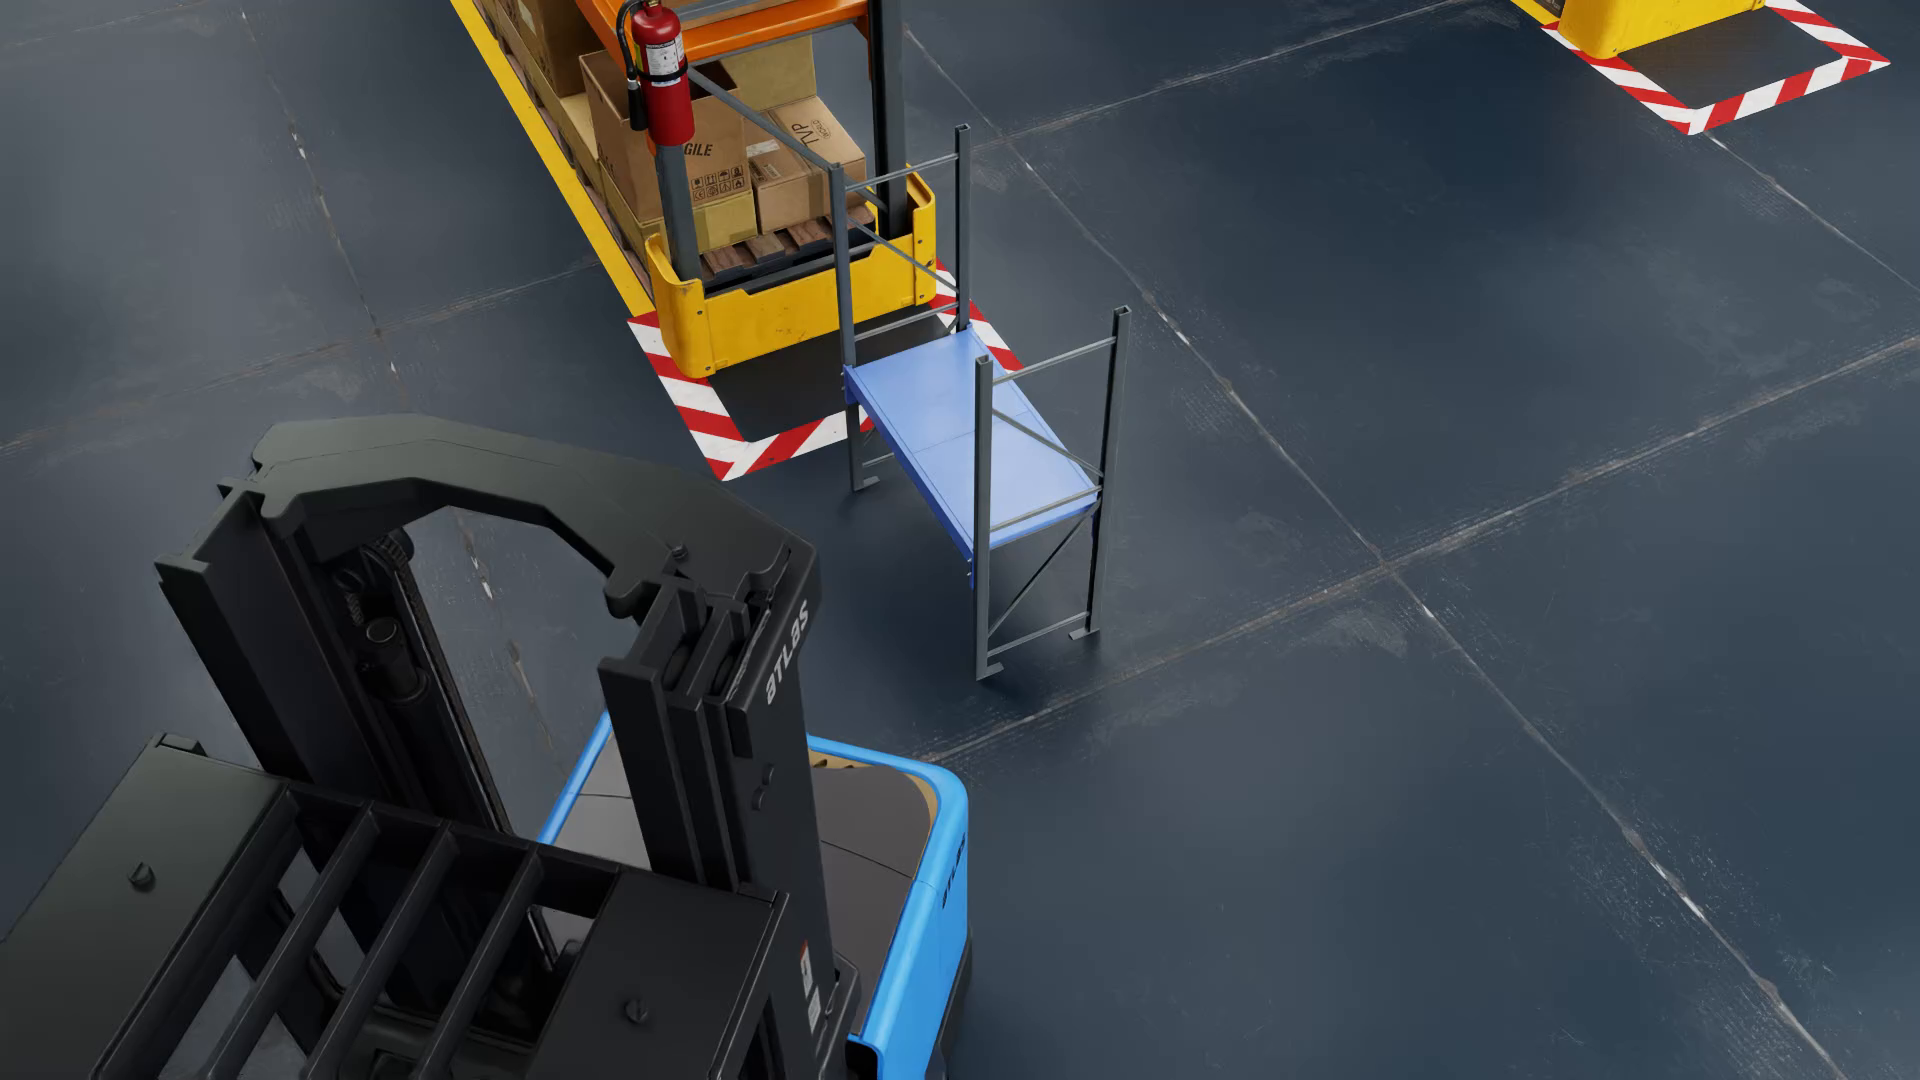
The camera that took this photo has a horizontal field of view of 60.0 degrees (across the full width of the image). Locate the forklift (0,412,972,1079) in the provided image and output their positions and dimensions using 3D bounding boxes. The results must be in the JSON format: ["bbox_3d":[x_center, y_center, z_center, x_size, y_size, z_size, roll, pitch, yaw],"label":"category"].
[{"bbox_3d":[-0.858,1.314,3.153,1.130,2.935,3.031,12,50,10],"label":"forklift"}]

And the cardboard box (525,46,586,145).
[{"bbox_3d":[-1.667,-2.120,7.659,0.500,0.250,0.500,-21,52,-18],"label":"cardboard box"}]

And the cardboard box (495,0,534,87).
[{"bbox_3d":[-1.894,-2.455,7.952,0.500,0.250,0.500,-21,52,-18],"label":"cardboard box"}]

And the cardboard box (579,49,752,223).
[{"bbox_3d":[-1.199,-1.701,6.795,0.500,0.500,0.500,-21,52,-18],"label":"cardboard box"}]

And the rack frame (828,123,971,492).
[{"bbox_3d":[-0.194,-0.777,5.933,0.500,1.500,0.032,-21,52,-18],"label":"rack frame"}]

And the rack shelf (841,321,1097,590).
[{"bbox_3d":[0.039,-0.318,5.771,0.538,0.185,1.000,-21,52,-18],"label":"rack shelf"}]

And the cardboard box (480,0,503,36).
[{"bbox_3d":[-2.128,-2.788,8.243,0.500,0.250,0.500,-21,52,-18],"label":"cardboard box"}]

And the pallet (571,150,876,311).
[{"bbox_3d":[-1.076,-1.545,7.461,1.003,0.211,1.213,-21,52,-18],"label":"pallet"}]

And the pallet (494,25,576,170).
[{"bbox_3d":[-1.630,-2.360,8.174,1.003,0.211,1.213,-21,52,-18],"label":"pallet"}]

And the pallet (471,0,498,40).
[{"bbox_3d":[-2.192,-3.178,8.889,1.003,0.211,1.213,-21,52,-18],"label":"pallet"}]

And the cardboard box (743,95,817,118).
[{"bbox_3d":[-0.968,-1.967,7.525,0.500,0.250,0.500,-21,52,-18],"label":"cardboard box"}]

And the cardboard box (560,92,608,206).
[{"bbox_3d":[-1.436,-1.786,7.367,0.500,0.250,0.500,-21,52,-18],"label":"cardboard box"}]

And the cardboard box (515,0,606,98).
[{"bbox_3d":[-1.669,-2.366,7.376,0.500,0.500,0.500,-21,52,-18],"label":"cardboard box"}]

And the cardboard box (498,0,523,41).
[{"bbox_3d":[-1.897,-2.701,7.669,0.500,0.500,0.500,-21,52,-18],"label":"cardboard box"}]

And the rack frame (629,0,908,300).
[{"bbox_3d":[-0.689,-1.965,5.976,1.000,3.000,0.127,-21,52,-18],"label":"rack frame"}]

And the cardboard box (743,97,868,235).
[{"bbox_3d":[-0.736,-1.634,7.234,0.500,0.250,0.500,-21,52,-18],"label":"cardboard box"}]

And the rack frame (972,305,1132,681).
[{"bbox_3d":[0.272,-0.096,5.338,0.500,1.500,0.032,-21,52,-18],"label":"rack frame"}]

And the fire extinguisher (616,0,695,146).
[{"bbox_3d":[-1.047,-1.701,5.796,0.296,0.674,0.183,-21,52,-18],"label":"fire extinguisher"}]

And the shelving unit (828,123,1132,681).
[{"bbox_3d":[0.039,-0.437,5.636,0.538,1.500,1.048,-21,52,-18],"label":"shelving unit"}]

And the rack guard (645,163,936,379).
[{"bbox_3d":[-0.678,-1.126,6.903,1.175,0.500,0.348,-21,52,-18],"label":"rack guard"}]

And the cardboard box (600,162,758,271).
[{"bbox_3d":[-1.197,-1.455,7.078,0.500,0.250,0.500,-21,52,-18],"label":"cardboard box"}]

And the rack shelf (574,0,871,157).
[{"bbox_3d":[-1.604,-3.067,7.417,1.077,0.370,4.000,-21,52,-18],"label":"rack shelf"}]

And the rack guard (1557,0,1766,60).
[{"bbox_3d":[3.641,-2.880,8.437,1.175,0.500,0.348,-21,52,-18],"label":"rack guard"}]

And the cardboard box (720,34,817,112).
[{"bbox_3d":[-0.967,-2.215,7.244,0.500,0.500,0.500,-21,52,-18],"label":"cardboard box"}]

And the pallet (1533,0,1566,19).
[{"bbox_3d":[3.274,-3.331,9.023,1.003,0.211,1.213,-21,52,-18],"label":"pallet"}]

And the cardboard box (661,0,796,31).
[{"bbox_3d":[-0.891,-2.315,6.215,0.700,0.500,0.500,-21,52,-18],"label":"cardboard box"}]
